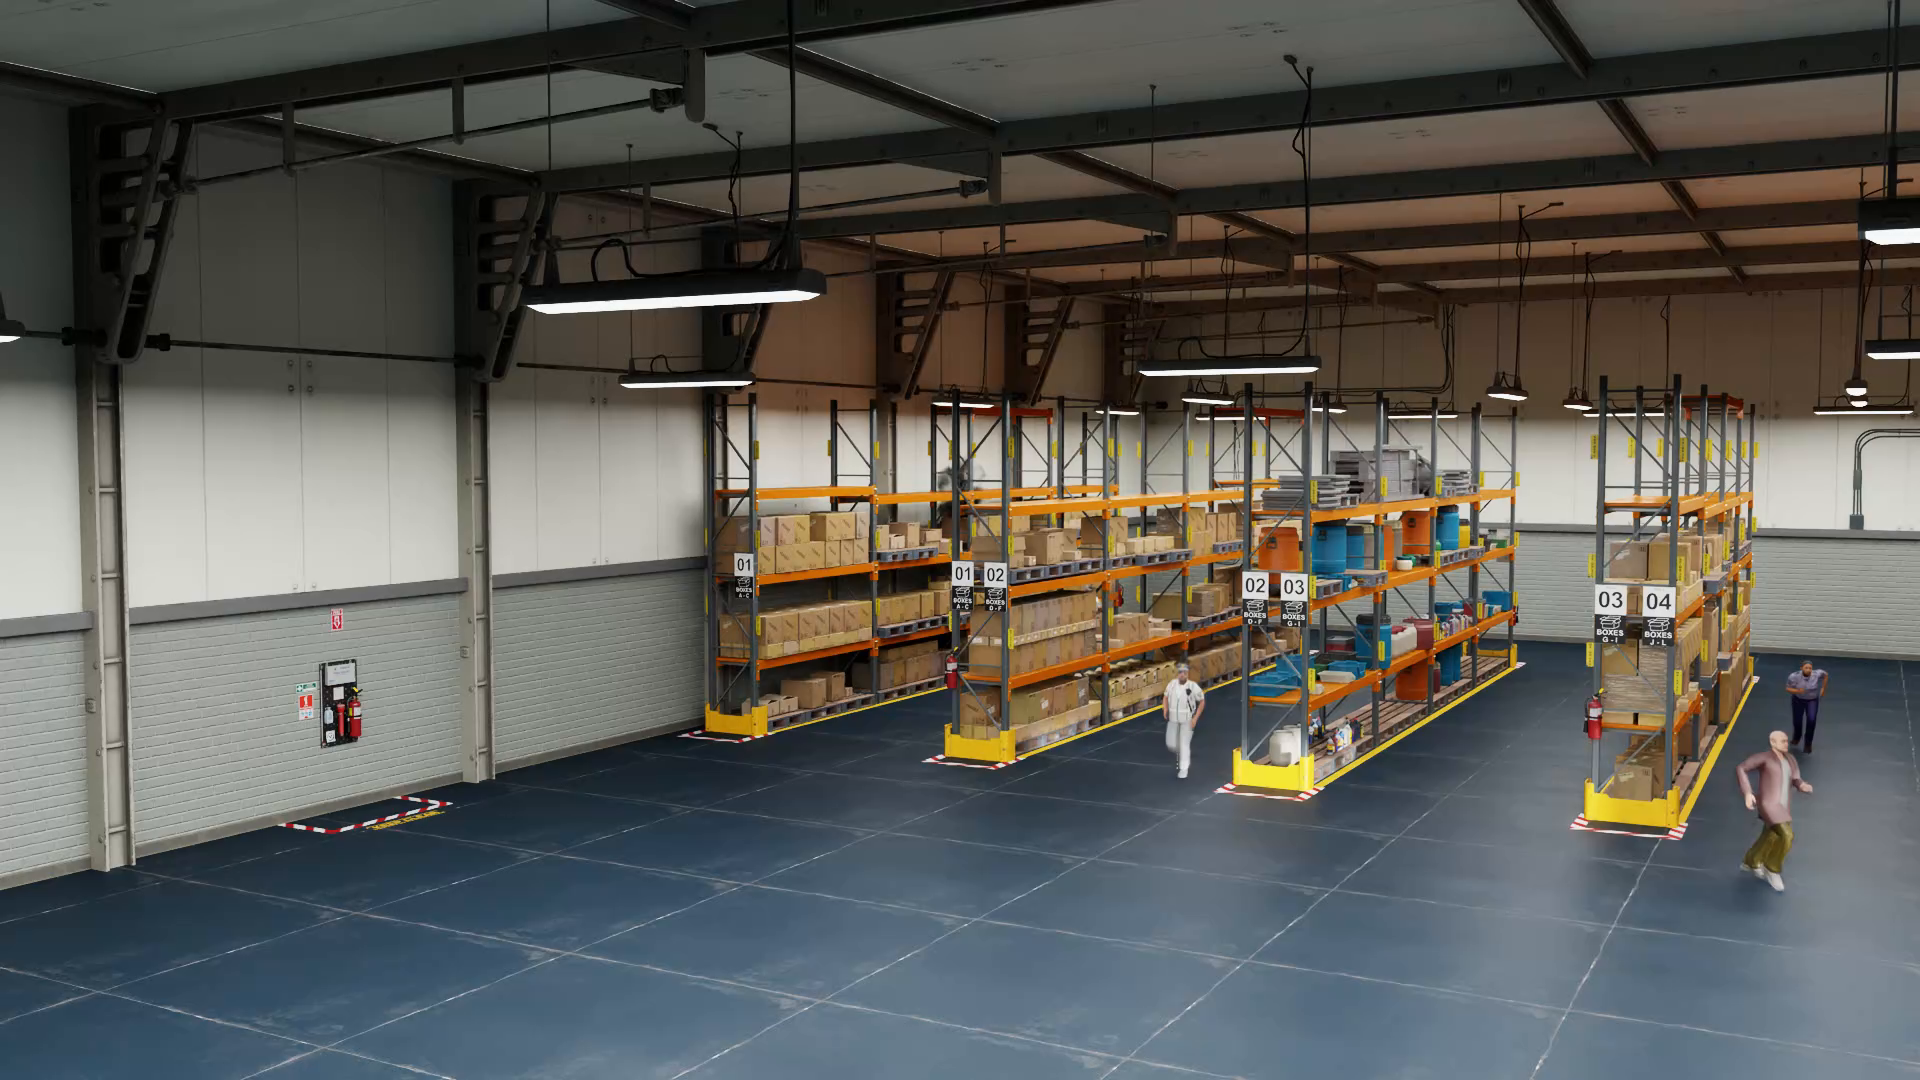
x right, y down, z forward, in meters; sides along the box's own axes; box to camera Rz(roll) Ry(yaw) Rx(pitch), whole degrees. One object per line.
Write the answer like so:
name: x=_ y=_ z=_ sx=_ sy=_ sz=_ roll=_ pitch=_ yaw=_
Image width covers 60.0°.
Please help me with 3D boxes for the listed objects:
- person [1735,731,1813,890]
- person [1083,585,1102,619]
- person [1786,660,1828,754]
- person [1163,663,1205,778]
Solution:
person: x=9.346 y=3.090 z=19.073 sx=0.670 sy=1.819 sz=0.888 roll=-2 pitch=4 yaw=-29
person: x=2.925 y=1.860 z=37.156 sx=0.575 sy=1.753 sz=0.744 roll=2 pitch=3 yaw=27
person: x=14.040 y=2.759 z=27.613 sx=0.638 sy=1.602 sz=0.955 roll=1 pitch=3 yaw=21
person: x=3.417 y=2.760 z=25.602 sx=0.695 sy=1.746 sz=0.547 roll=2 pitch=4 yaw=30
